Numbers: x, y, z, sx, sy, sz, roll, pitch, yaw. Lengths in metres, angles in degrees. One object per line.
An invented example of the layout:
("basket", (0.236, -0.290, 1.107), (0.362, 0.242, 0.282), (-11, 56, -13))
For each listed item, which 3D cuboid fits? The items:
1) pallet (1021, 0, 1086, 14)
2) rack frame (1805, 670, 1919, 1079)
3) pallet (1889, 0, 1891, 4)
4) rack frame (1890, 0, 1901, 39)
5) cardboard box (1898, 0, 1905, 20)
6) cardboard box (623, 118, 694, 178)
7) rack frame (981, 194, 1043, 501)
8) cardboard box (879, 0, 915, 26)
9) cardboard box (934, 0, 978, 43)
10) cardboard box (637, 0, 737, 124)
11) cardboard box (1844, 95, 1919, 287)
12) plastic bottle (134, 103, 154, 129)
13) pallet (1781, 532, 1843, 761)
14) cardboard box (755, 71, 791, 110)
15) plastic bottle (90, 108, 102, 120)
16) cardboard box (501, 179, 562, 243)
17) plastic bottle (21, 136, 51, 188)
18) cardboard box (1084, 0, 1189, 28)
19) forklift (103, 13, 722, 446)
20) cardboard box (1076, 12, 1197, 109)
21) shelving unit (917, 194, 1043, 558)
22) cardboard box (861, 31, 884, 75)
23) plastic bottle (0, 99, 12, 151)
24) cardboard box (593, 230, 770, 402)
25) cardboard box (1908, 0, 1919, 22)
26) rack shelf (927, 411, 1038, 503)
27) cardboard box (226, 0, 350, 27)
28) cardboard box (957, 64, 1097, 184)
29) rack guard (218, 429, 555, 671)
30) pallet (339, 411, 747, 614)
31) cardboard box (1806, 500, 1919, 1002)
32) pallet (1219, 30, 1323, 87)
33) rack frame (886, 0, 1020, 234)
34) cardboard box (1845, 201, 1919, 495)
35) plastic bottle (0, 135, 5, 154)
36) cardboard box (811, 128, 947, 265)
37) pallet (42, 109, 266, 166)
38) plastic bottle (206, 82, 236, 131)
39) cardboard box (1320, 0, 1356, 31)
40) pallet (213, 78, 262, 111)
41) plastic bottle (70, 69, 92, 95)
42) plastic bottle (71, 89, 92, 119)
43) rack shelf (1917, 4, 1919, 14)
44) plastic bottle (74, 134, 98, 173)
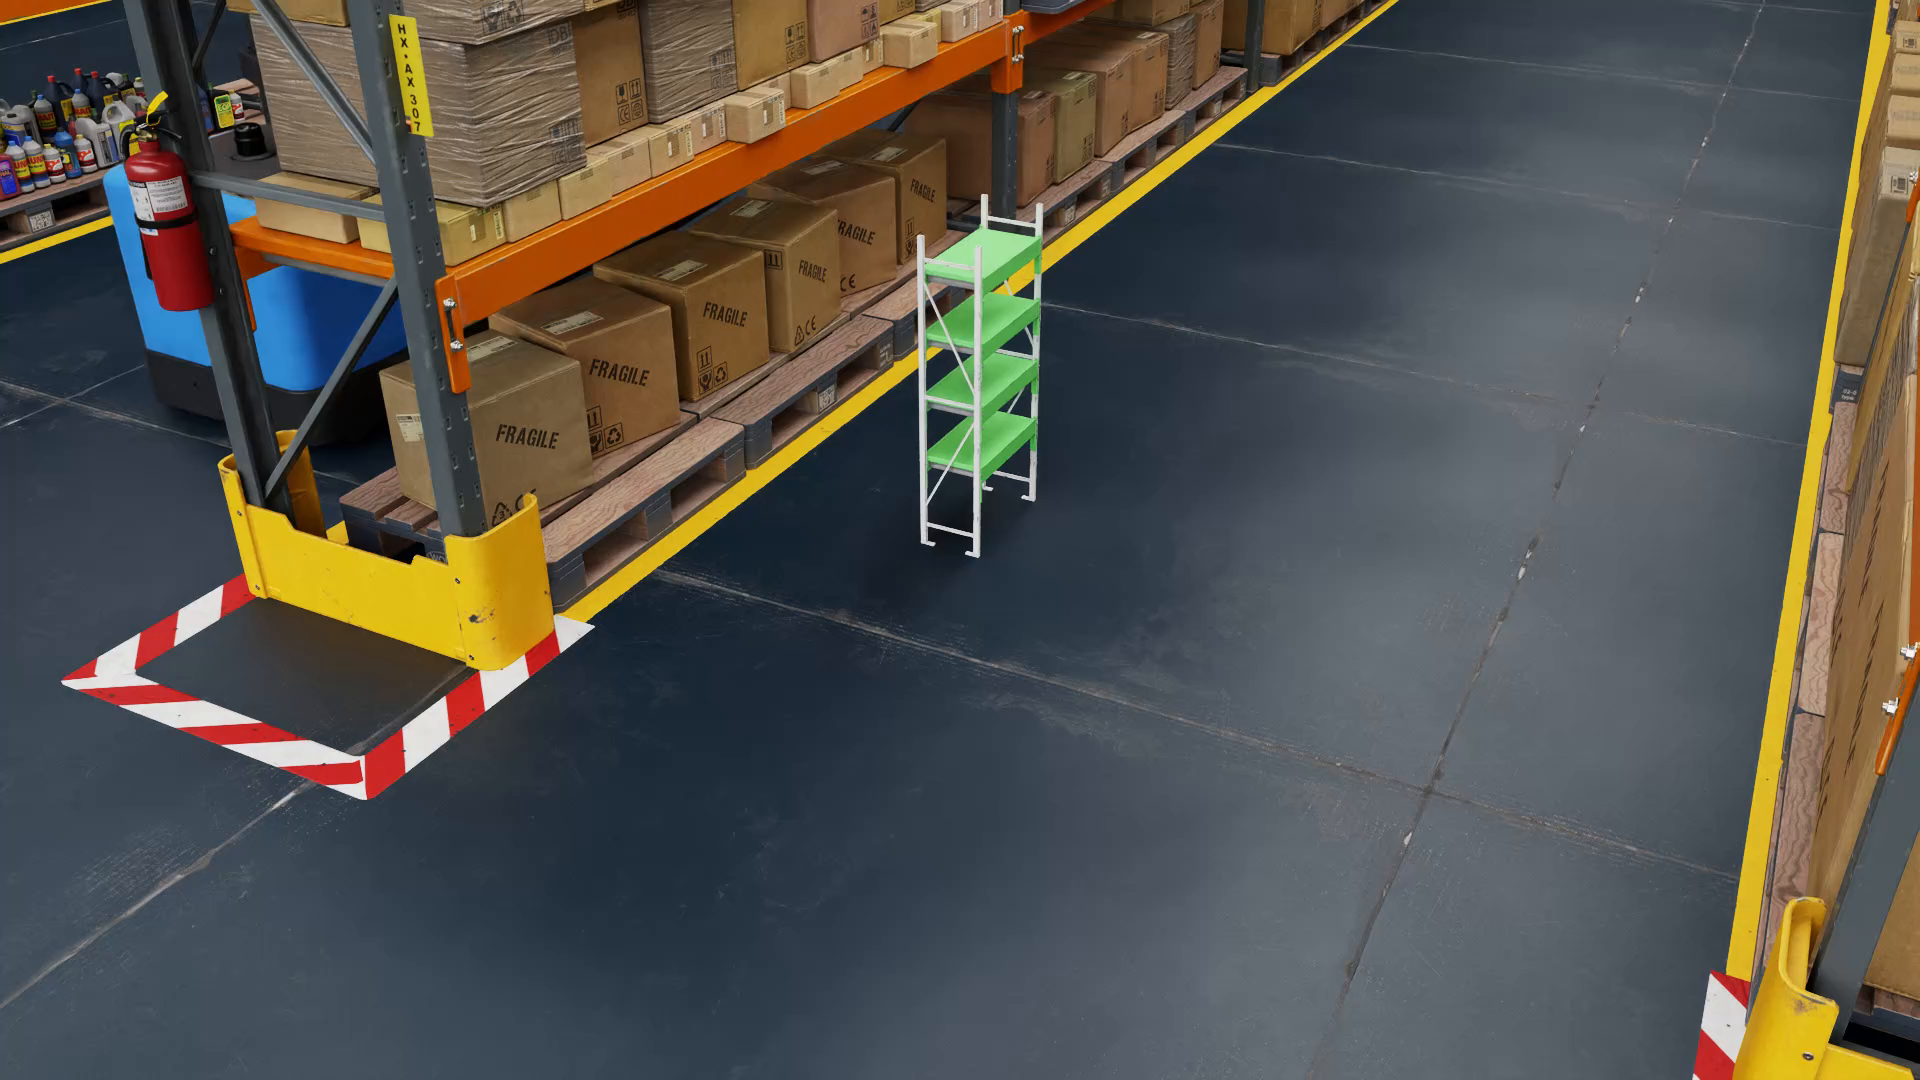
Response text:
("pallet", (0.296, -3.027, 8.701), (1.003, 0.211, 1.213), (14, 33, 23))
("rack frame", (2.363, 0.138, 2.997), (0.949, 2.616, 0.053), (14, 33, 23))
("pallet", (8.661, -4.820, 14.432), (1.003, 0.211, 1.213), (14, 33, 23))
("rack frame", (7.832, -5.181, 12.260), (1.000, 3.000, 0.127), (14, 33, 23))
("cardboard box", (7.020, -3.777, 11.903), (0.500, 0.500, 0.500), (16, 33, 25))
("cardboard box", (-1.188, -1.433, 5.985), (0.380, 0.149, 0.250), (14, 33, 23))
("rack frame", (0.187, -0.702, 6.267), (0.240, 1.200, 0.015), (14, 33, 23))
("cardboard box", (-0.701, -2.577, 7.327), (0.875, 0.500, 0.500), (14, 33, 23))
("cardboard box", (-0.140, -2.425, 7.712), (0.380, 0.149, 0.250), (14, 33, 23))
("cardboard box", (-1.341, -1.902, 6.150), (0.875, 0.500, 0.500), (14, 33, 23))
("cardboard box", (4.834, -1.563, 7.797), (1.050, 0.750, 0.750), (14, 33, 23))
("plastic bottle", (-4.752, -2.423, 9.743), (0.061, 0.283, 0.133), (17, 34, 27))
("pallet", (3.217, 0.437, 5.277), (1.003, 0.211, 1.213), (14, 33, 23))
("cardboard box", (-0.896, -1.778, 6.587), (0.380, 0.149, 0.250), (14, 33, 23))
("plastic bottle", (-4.965, -2.373, 9.657), (0.061, 0.283, 0.133), (14, 33, 23))
("cardboard box", (-1.531, -1.101, 5.407), (0.380, 0.149, 0.250), (14, 33, 23))
("plastic bottle", (-5.108, -2.092, 9.178), (0.097, 0.271, 0.097), (0, 30, 0))
("cardboard box", (1.130, -3.468, 10.593), (0.500, 0.250, 0.500), (18, 35, 29))
("forklift", (-2.322, -2.356, 7.409), (1.130, 2.935, 3.031), (16, 33, 25))
("cardboard box", (1.112, -3.134, 10.764), (0.700, 0.500, 0.500), (12, 32, 19))
("shelving unit", (0.075, -0.594, 6.079), (0.258, 1.200, 0.503), (14, 33, 23))
("cardboard box", (-0.553, -2.110, 7.165), (0.380, 0.149, 0.250), (14, 33, 23))
("plastic bottle", (-5.607, -2.434, 9.695), (0.144, 0.351, 0.185), (14, 33, 23))
("cardboard box", (-1.160, -0.948, 6.977), (0.500, 0.500, 0.500), (18, 34, 28))
("cardboard box", (6.088, -3.193, 10.134), (0.500, 0.250, 0.500), (13, 33, 22))
("rack shelf", (0.075, -0.330, 6.230), (0.258, 0.148, 0.480), (14, 33, 23))
("cardboard box", (-1.973, -1.937, 5.207), (0.500, 0.500, 0.500), (14, 33, 23))
("cardboard box", (0.352, -2.386, 9.460), (0.700, 0.500, 0.500), (14, 33, 23))
("rack guard", (-1.969, 0.019, 5.714), (1.175, 0.500, 0.348), (14, 33, 23))
("pallet", (-1.567, -0.208, 6.399), (1.003, 0.211, 1.213), (14, 33, 23))
("cardboard box", (2.616, 0.563, 3.970), (0.875, 0.875, 0.875), (14, 33, 24))
("pallet", (2.067, -3.701, 12.482), (1.003, 0.211, 1.213), (14, 33, 23))
("rack frame", (-0.181, -2.804, 8.121), (1.000, 3.000, 0.127), (14, 33, 23))
("cardboard box", (3.839, -0.632, 6.050), (0.875, 0.875, 0.875), (15, 33, 24))
("plastic bottle", (-5.565, -2.279, 9.574), (0.097, 0.201, 0.097), (0, 30, 0))
("cardboard box", (-0.399, -1.734, 8.346), (0.500, 0.500, 0.500), (13, 32, 22))
("pallet", (-4.934, -2.430, 10.270), (1.003, 0.211, 1.213), (14, 33, 23))
("plastic bottle", (-4.516, -2.653, 10.143), (0.061, 0.283, 0.133), (16, 34, 26))
("cardboard box", (2.387, -4.533, 12.843), (1.225, 0.875, 0.875), (14, 33, 23))
("pallet", (-4.267, -3.076, 11.394), (1.003, 0.211, 1.213), (14, 33, 23))
("plastic bottle", (-5.328, -2.706, 10.169), (0.144, 0.351, 0.185), (15, 33, 25))
("plastic bottle", (-5.286, -2.580, 10.029), (0.097, 0.271, 0.097), (0, 30, 0))
("rack shelf", (6.921, -3.982, 10.895), (1.077, 0.370, 4.000), (14, 33, 23))
("plastic bottle", (-4.969, -2.196, 9.431), (0.097, 0.201, 0.097), (0, 30, 0))
